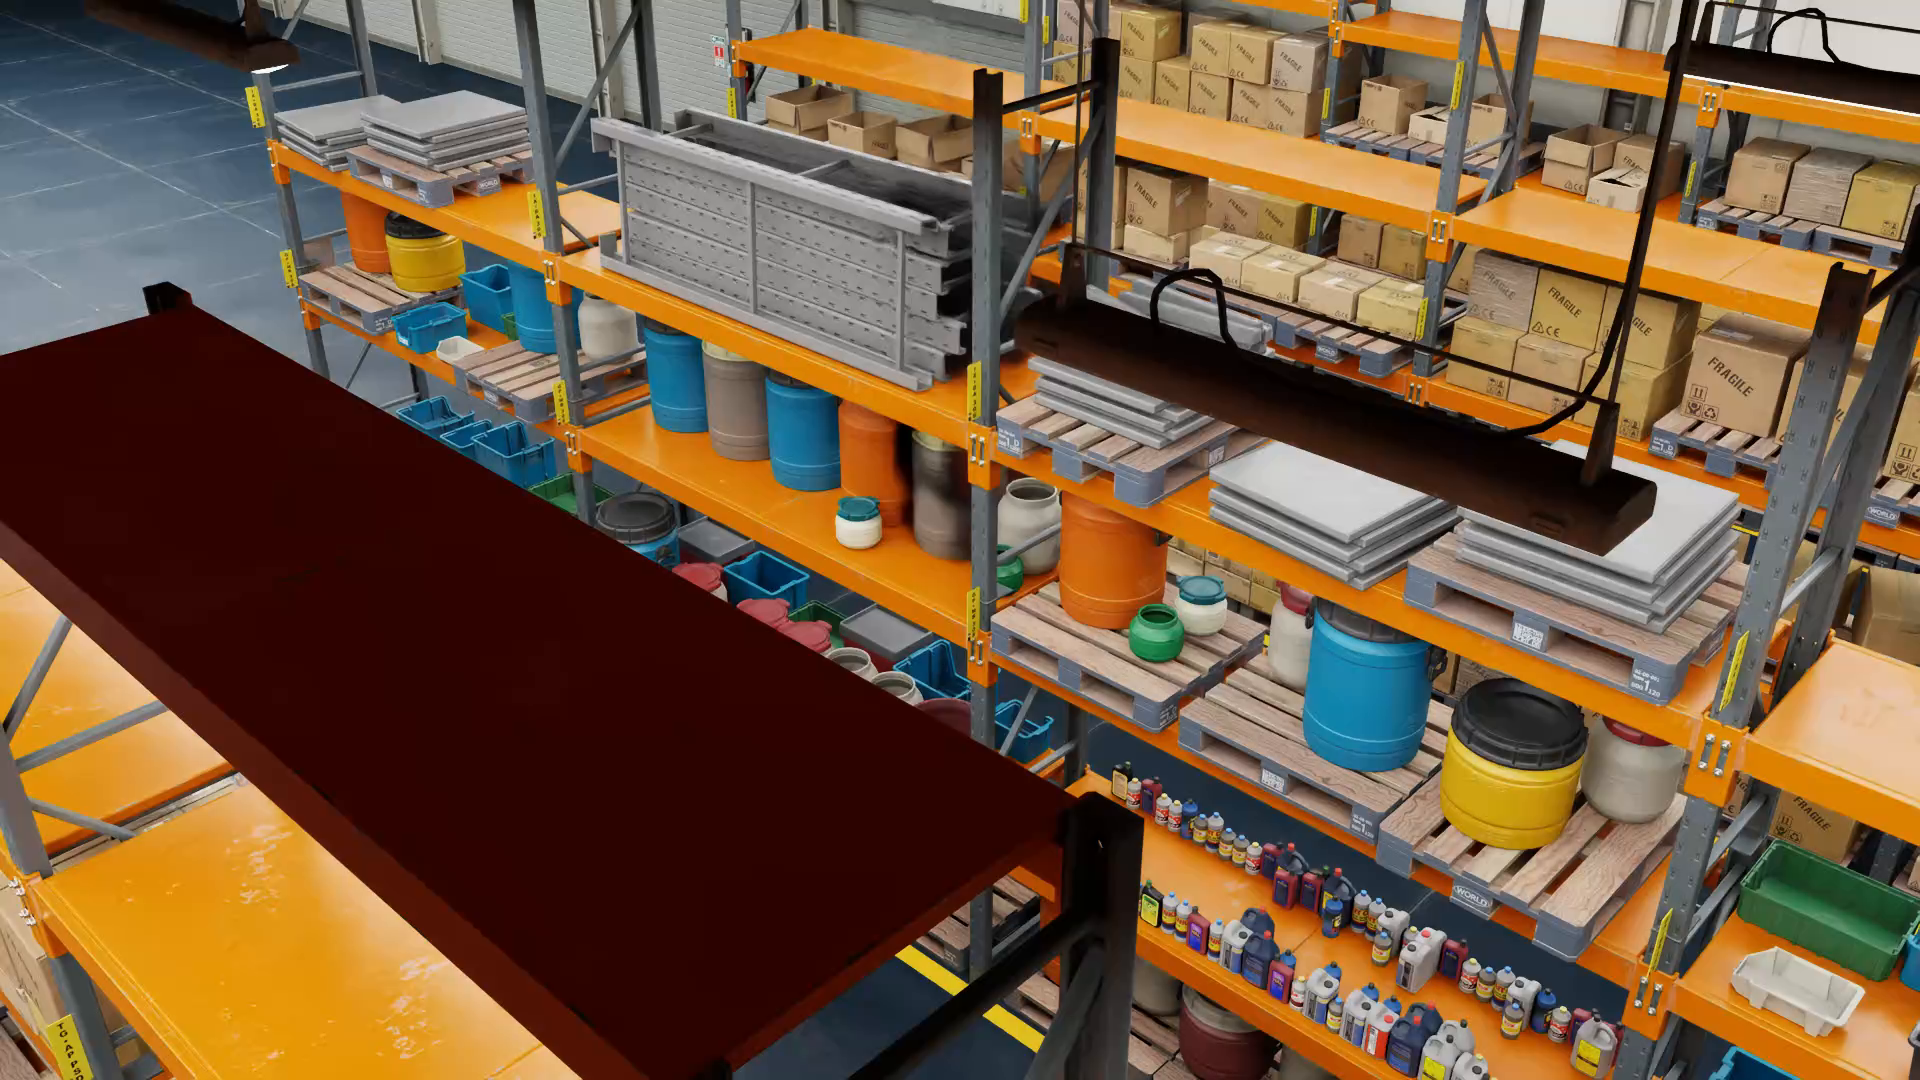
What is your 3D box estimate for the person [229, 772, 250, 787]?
[{"bbox_3d":[-4.658,1.885,11.195,0.662,1.757,0.601,24,37,35],"label":"person"}]
